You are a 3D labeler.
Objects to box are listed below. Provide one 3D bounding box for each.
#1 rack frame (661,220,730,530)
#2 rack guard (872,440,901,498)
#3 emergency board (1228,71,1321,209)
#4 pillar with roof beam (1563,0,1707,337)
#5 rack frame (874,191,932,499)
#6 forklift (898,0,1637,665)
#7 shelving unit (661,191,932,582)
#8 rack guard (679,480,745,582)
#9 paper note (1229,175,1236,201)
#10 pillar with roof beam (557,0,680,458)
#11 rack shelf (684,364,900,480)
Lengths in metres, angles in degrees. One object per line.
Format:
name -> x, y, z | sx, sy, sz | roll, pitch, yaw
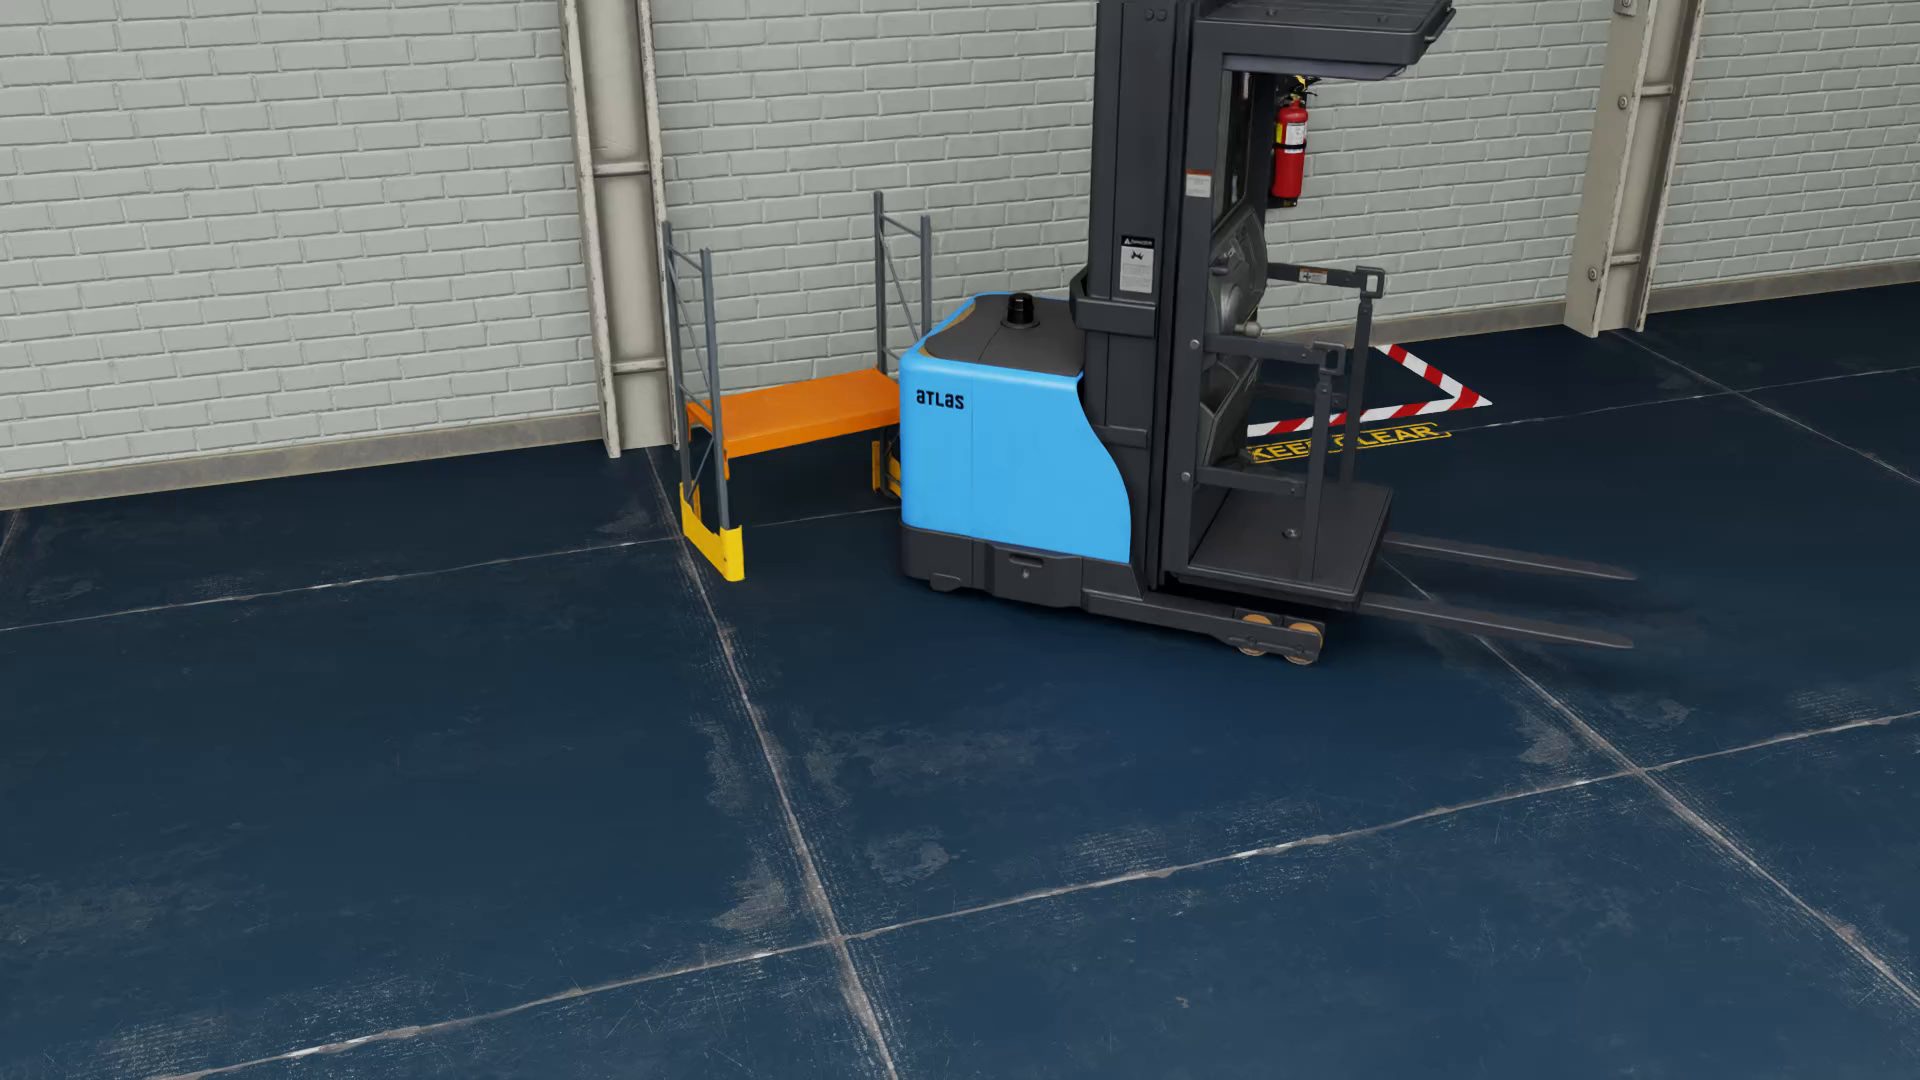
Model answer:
rack frame -> -1.148, -0.602, 7.276 | 0.032, 1.500, 0.500 | -14, 30, -26
rack guard -> -0.261, -0.262, 7.997 | 0.087, 0.250, 0.587 | -14, 30, -26
emergency board -> 1.672, -2.362, 9.134 | 0.643, 1.169, 0.194 | -8, 28, -16
pillar with roof beam -> 5.367, -3.553, 4.787 | 0.400, 9.000, 9.100 | -8, 28, -16
rack frame -> -0.260, -0.822, 7.720 | 0.032, 1.500, 0.500 | -14, 30, -26
forklift -> 1.301, -1.076, 6.622 | 3.031, 2.935, 1.130 | 10, 28, 19
shelving unit -> -0.696, -0.714, 7.502 | 1.083, 1.500, 0.587 | -14, 30, -26
rack guard -> -1.131, -0.046, 7.563 | 0.087, 0.250, 0.587 | -14, 30, -26
paper note -> 1.483, -1.972, 9.340 | 0.142, 0.148, 0.016 | -8, 28, -16
pillar with roof beam -> -0.338, -2.727, 3.123 | 0.400, 9.000, 9.100 | -8, 28, -16
rack shelf -> -0.704, -0.551, 7.578 | 1.000, 0.185, 0.538 | -14, 30, -26
